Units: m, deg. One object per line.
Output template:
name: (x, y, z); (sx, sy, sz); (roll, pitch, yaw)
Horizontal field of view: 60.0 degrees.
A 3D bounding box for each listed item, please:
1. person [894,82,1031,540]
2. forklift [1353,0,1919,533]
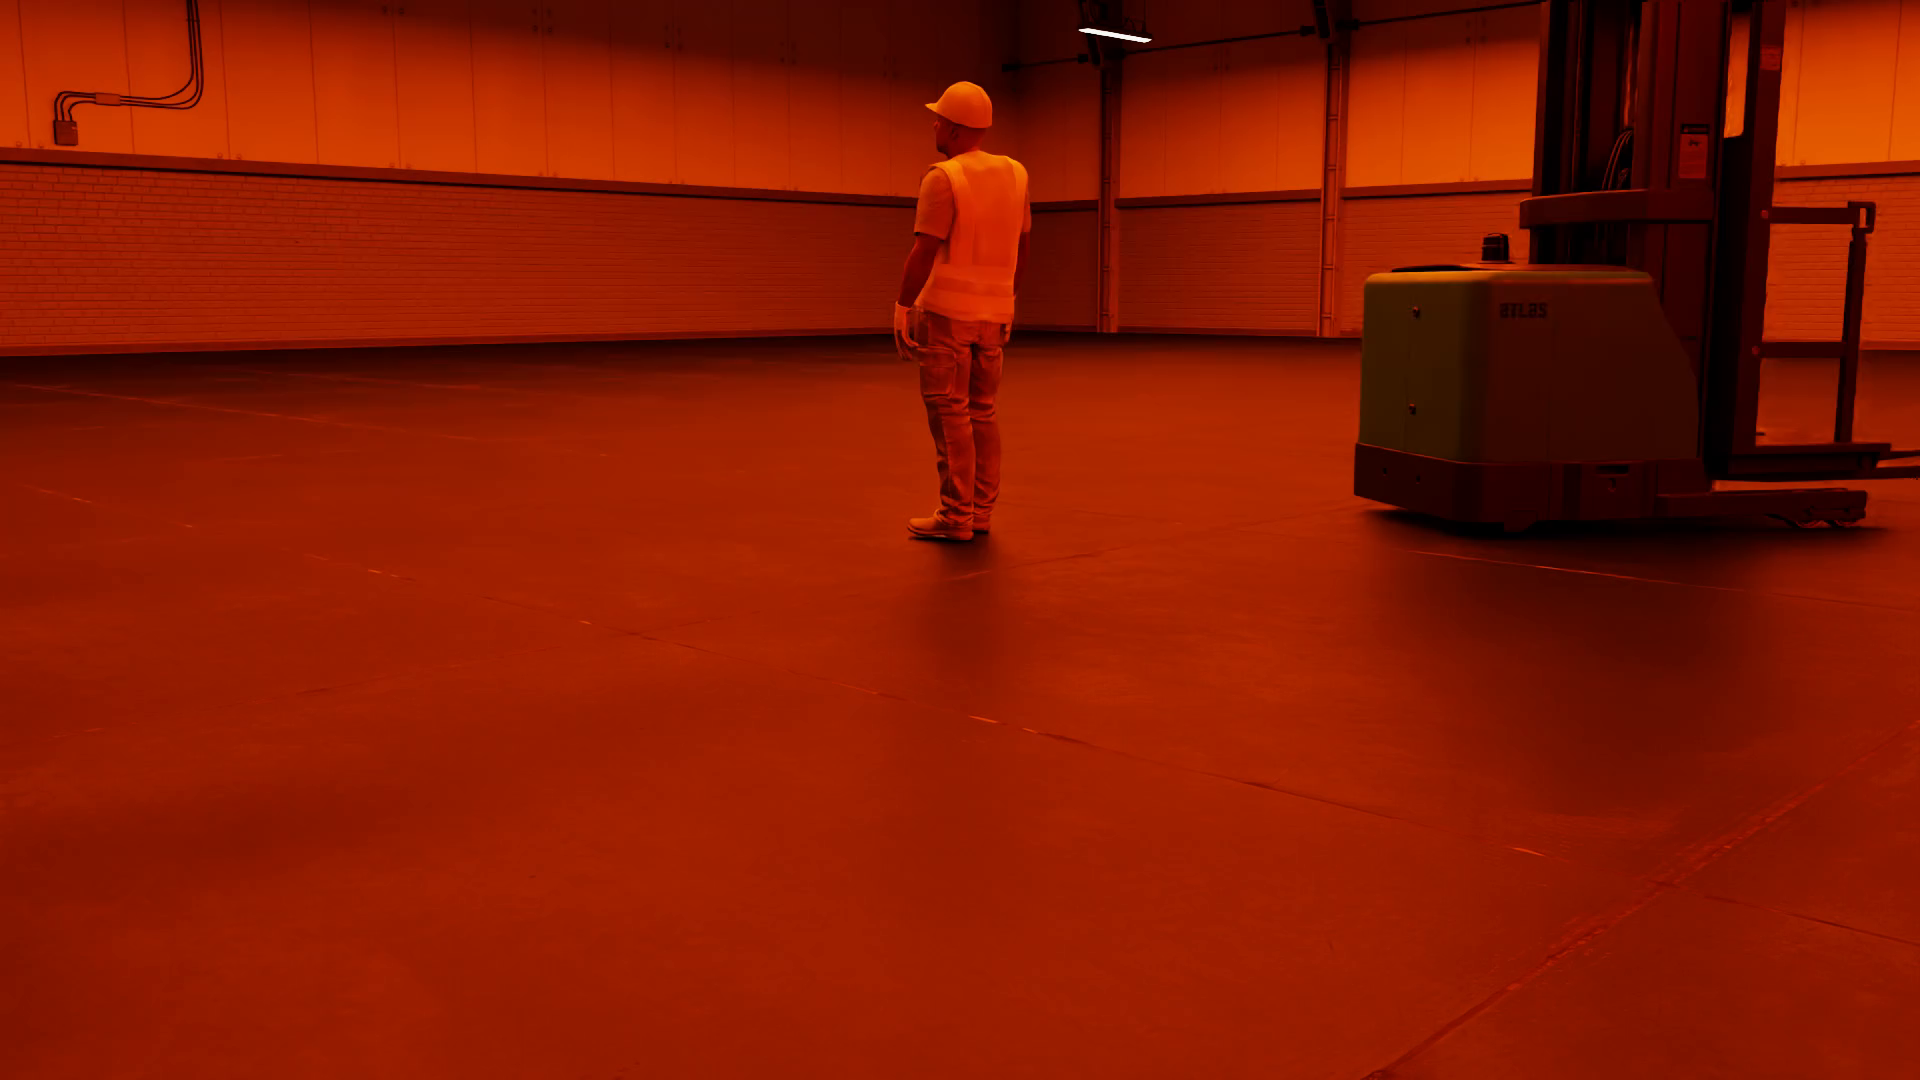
person: (-0.047, -0.894, 6.639); (0.574, 1.779, 0.656); (8, 12, 43)
forklift: (3.373, -1.570, 7.302); (3.031, 2.935, 1.130); (-2, 9, -13)
